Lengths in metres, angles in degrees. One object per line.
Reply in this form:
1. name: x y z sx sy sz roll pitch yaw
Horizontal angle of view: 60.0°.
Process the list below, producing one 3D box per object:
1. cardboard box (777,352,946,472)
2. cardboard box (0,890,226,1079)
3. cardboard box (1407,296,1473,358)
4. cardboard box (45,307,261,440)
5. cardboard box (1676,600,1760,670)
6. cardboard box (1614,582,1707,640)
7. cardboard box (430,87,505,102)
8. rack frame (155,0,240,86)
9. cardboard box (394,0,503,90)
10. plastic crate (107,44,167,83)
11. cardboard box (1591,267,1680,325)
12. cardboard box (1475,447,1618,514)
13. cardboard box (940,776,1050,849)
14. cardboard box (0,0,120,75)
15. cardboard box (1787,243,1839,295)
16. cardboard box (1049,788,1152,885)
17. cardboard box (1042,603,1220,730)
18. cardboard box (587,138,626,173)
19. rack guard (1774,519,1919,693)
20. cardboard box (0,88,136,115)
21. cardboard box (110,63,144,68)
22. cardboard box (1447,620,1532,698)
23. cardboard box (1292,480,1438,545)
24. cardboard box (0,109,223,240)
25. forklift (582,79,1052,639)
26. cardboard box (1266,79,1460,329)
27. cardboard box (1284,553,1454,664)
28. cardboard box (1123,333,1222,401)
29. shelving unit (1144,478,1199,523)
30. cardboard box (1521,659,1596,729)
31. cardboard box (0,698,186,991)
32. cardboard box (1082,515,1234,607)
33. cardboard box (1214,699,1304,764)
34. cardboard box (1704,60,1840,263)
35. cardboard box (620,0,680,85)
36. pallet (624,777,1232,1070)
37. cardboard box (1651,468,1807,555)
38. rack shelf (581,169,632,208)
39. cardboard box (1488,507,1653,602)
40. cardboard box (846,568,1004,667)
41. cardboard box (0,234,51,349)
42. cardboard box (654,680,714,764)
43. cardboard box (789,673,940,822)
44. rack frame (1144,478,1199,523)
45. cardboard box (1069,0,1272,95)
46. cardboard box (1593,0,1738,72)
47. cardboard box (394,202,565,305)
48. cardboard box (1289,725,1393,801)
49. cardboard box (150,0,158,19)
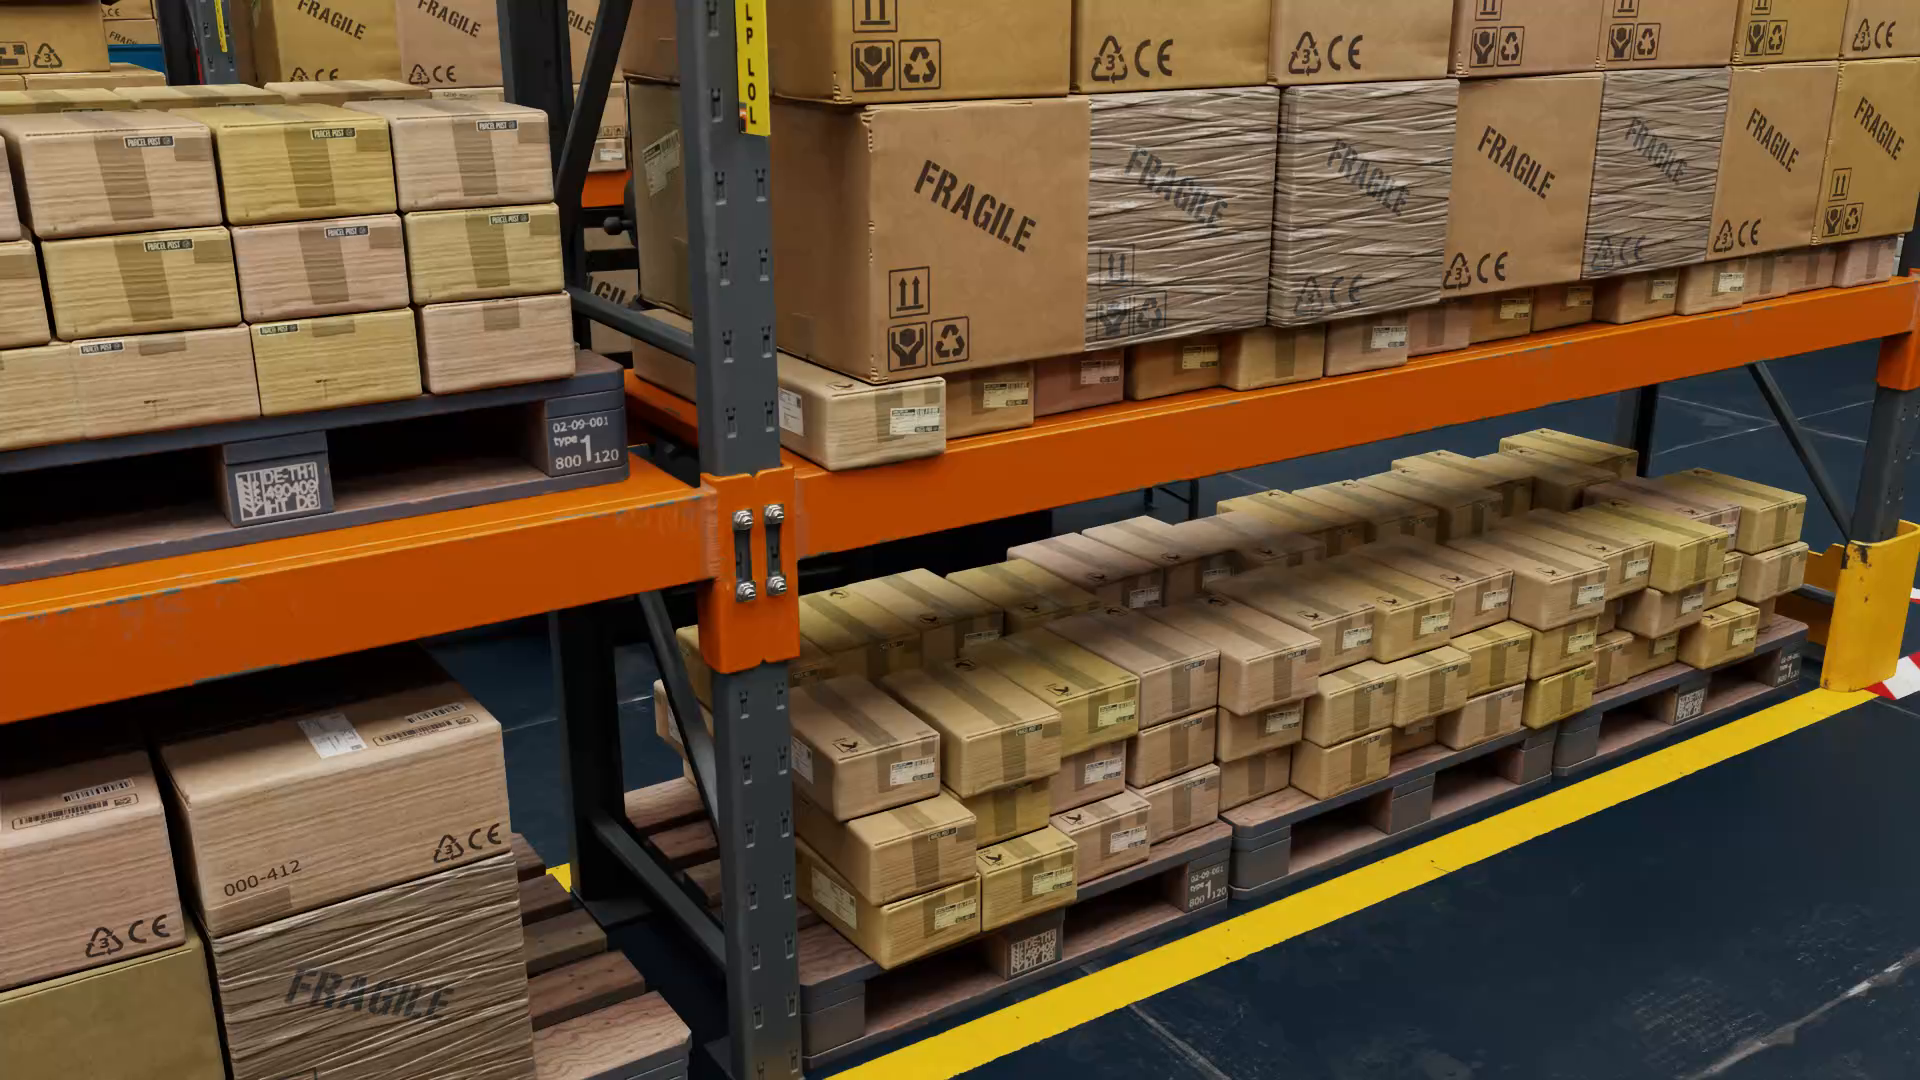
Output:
1. cardboard box: -0.229 -0.264 3.236 0.250 0.149 0.380 -11 22 -29
2. cardboard box: -1.553 0.852 2.788 0.500 0.500 0.500 -13 22 -33
3. cardboard box: 1.043 -0.569 4.137 0.250 0.149 0.380 -11 22 -29
4. cardboard box: -1.294 -0.289 2.652 0.250 0.149 0.380 -12 22 -32
5. cardboard box: 2.212 0.247 5.127 0.250 0.149 0.380 -11 22 -30
6. cardboard box: 1.979 0.146 4.959 0.250 0.149 0.380 -13 23 -34
7. cardboard box: -2.334 -1.934 7.553 0.500 0.250 0.500 -12 22 -32
8. rack frame: -3.289 -1.766 7.284 0.127 3.000 1.000 -12 22 -31
9. cardboard box: -2.333 -2.291 7.438 0.500 0.500 0.500 -12 22 -31
10. plastic crate: -5.810 -3.285 11.708 0.575 0.384 0.392 -12 22 -31
11. cardboard box: 1.713 -0.702 4.530 0.250 0.149 0.380 -13 23 -34
12. cardboard box: 1.907 -0.174 5.442 0.250 0.149 0.380 -11 22 -30
13. cardboard box: -0.004 0.543 3.787 0.250 0.149 0.380 -12 22 -31
14. cardboard box: -3.818 -2.173 6.768 0.637 0.503 0.797 -13 22 -33
15. cardboard box: 2.350 -0.840 4.938 0.250 0.149 0.380 -12 22 -31
16. cardboard box: 0.237 0.648 3.941 0.250 0.149 0.380 -12 22 -32
17. cardboard box: 0.408 0.301 4.038 0.250 0.149 0.380 -13 22 -33
18. cardboard box: -1.776 -1.838 7.890 0.250 0.149 0.380 -12 22 -31
19. rack guard: 2.632 0.072 5.751 0.348 0.500 1.175 -12 22 -31
20. cardboard box: -1.672 -0.741 3.061 0.250 0.149 0.380 -12 22 -31
21. cardboard box: -3.810 -1.799 7.226 0.500 0.500 0.500 -12 22 -31
22. cardboard box: 1.329 0.281 4.561 0.250 0.149 0.380 -11 21 -29
23. cardboard box: 1.228 -0.051 5.080 0.250 0.149 0.380 -11 22 -29
24. cardboard box: -1.314 -0.567 2.547 0.250 0.149 0.380 -13 22 -33
25. forklift: -1.214 -1.215 5.763 3.031 2.935 1.130 -8 20 -22
26. cardboard box: 0.757 -0.797 3.799 0.500 0.500 0.500 -12 22 -33
27. cardboard box: 1.076 0.175 4.410 0.250 0.149 0.380 -12 22 -31
28. cardboard box: 0.370 -0.437 3.746 0.250 0.149 0.380 -13 23 -34
29. shelving unit: 0.553 -0.764 6.664 0.755 1.500 0.431 -8 20 -22
30. cardboard box: 1.566 0.379 4.736 0.250 0.149 0.380 -13 23 -34
31. cardboard box: -1.565 0.495 2.674 0.500 0.250 0.500 -11 21 -29
32. cardboard box: 0.558 0.067 4.730 0.250 0.149 0.380 -13 23 -33
33. cardboard box: 0.649 0.401 4.205 0.250 0.149 0.380 -11 21 -29
34. cardboard box: 2.029 -1.077 4.625 0.500 0.500 0.500 -12 22 -32
35. cardboard box: -0.401 -1.238 3.542 0.500 0.500 0.500 -13 23 -33
36. pallet: -0.104 0.772 4.131 1.213 0.211 1.003 -12 22 -31
37. cardboard box: 2.393 -0.095 5.208 0.250 0.149 0.380 -12 22 -31
38. rack shelf: -1.618 -1.777 8.441 4.000 0.370 1.077 -12 22 -31
39. cardboard box: 1.754 0.042 4.803 0.250 0.149 0.380 -13 23 -34
40. cardboard box: -0.096 0.215 4.292 0.250 0.149 0.380 -12 22 -32
41. cardboard box: -1.523 -0.380 2.457 0.250 0.149 0.380 -13 22 -33
42. cardboard box: -0.557 0.449 4.064 0.250 0.149 0.380 -11 22 -30
43. cardboard box: -0.244 0.443 3.616 0.250 0.149 0.380 -11 22 -29
44. rack frame: 0.889 -0.811 6.802 0.023 1.500 0.400 -8 20 -22
45. cardboard box: 0.290 -1.193 3.407 0.500 0.500 0.500 -13 22 -33
46. cardboard box: 1.598 -1.457 4.190 0.500 0.500 0.500 -11 21 -29
47. cardboard box: -0.869 -0.519 2.868 0.250 0.149 0.380 -11 22 -30
48. cardboard box: 0.897 0.513 4.340 0.250 0.149 0.380 -13 22 -33
49. cardboard box: -7.325 -5.126 15.507 0.500 0.500 0.500 -13 22 -33
